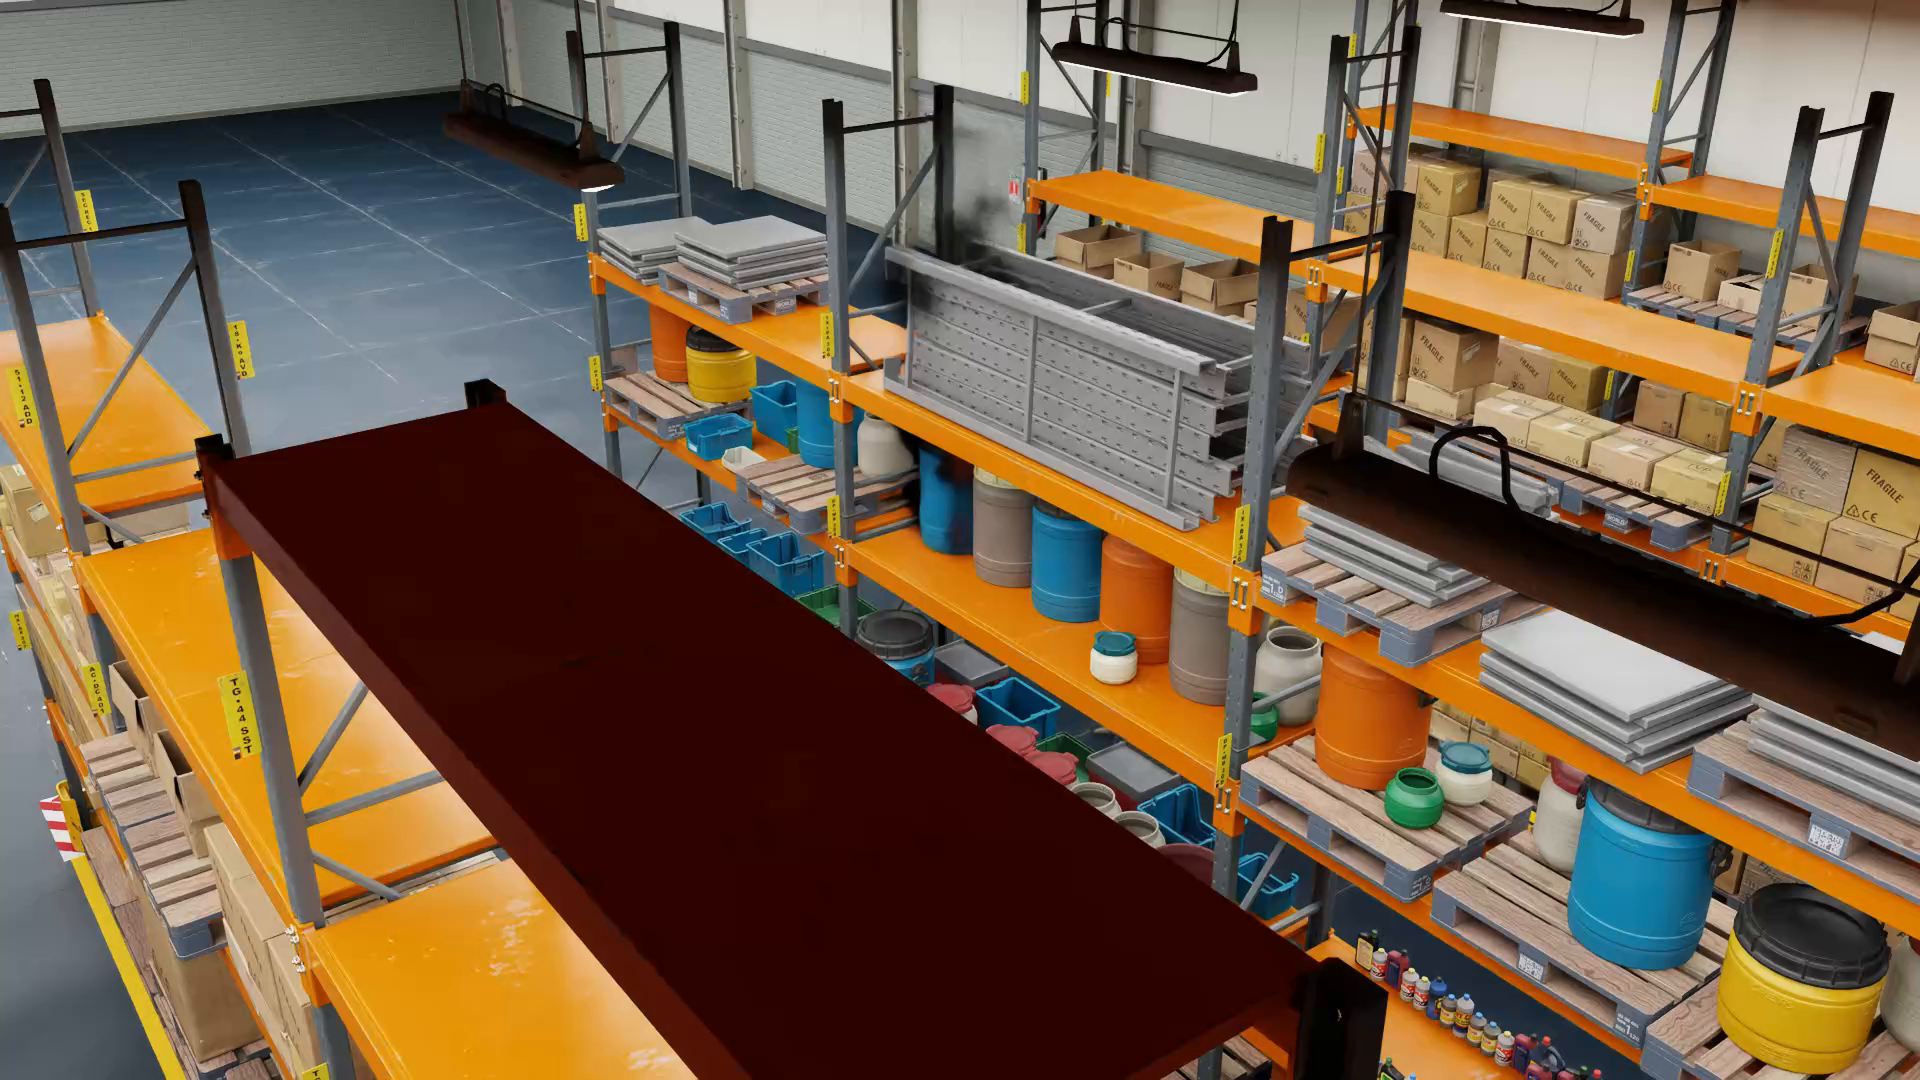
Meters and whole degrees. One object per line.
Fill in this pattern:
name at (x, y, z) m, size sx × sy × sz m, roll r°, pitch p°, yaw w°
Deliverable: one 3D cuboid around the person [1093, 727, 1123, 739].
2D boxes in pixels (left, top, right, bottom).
person at (1.473, 1.025, 13.899) m, size 0.925 × 1.820 × 0.687 m, roll 20°, pitch 31°, yaw 37°
